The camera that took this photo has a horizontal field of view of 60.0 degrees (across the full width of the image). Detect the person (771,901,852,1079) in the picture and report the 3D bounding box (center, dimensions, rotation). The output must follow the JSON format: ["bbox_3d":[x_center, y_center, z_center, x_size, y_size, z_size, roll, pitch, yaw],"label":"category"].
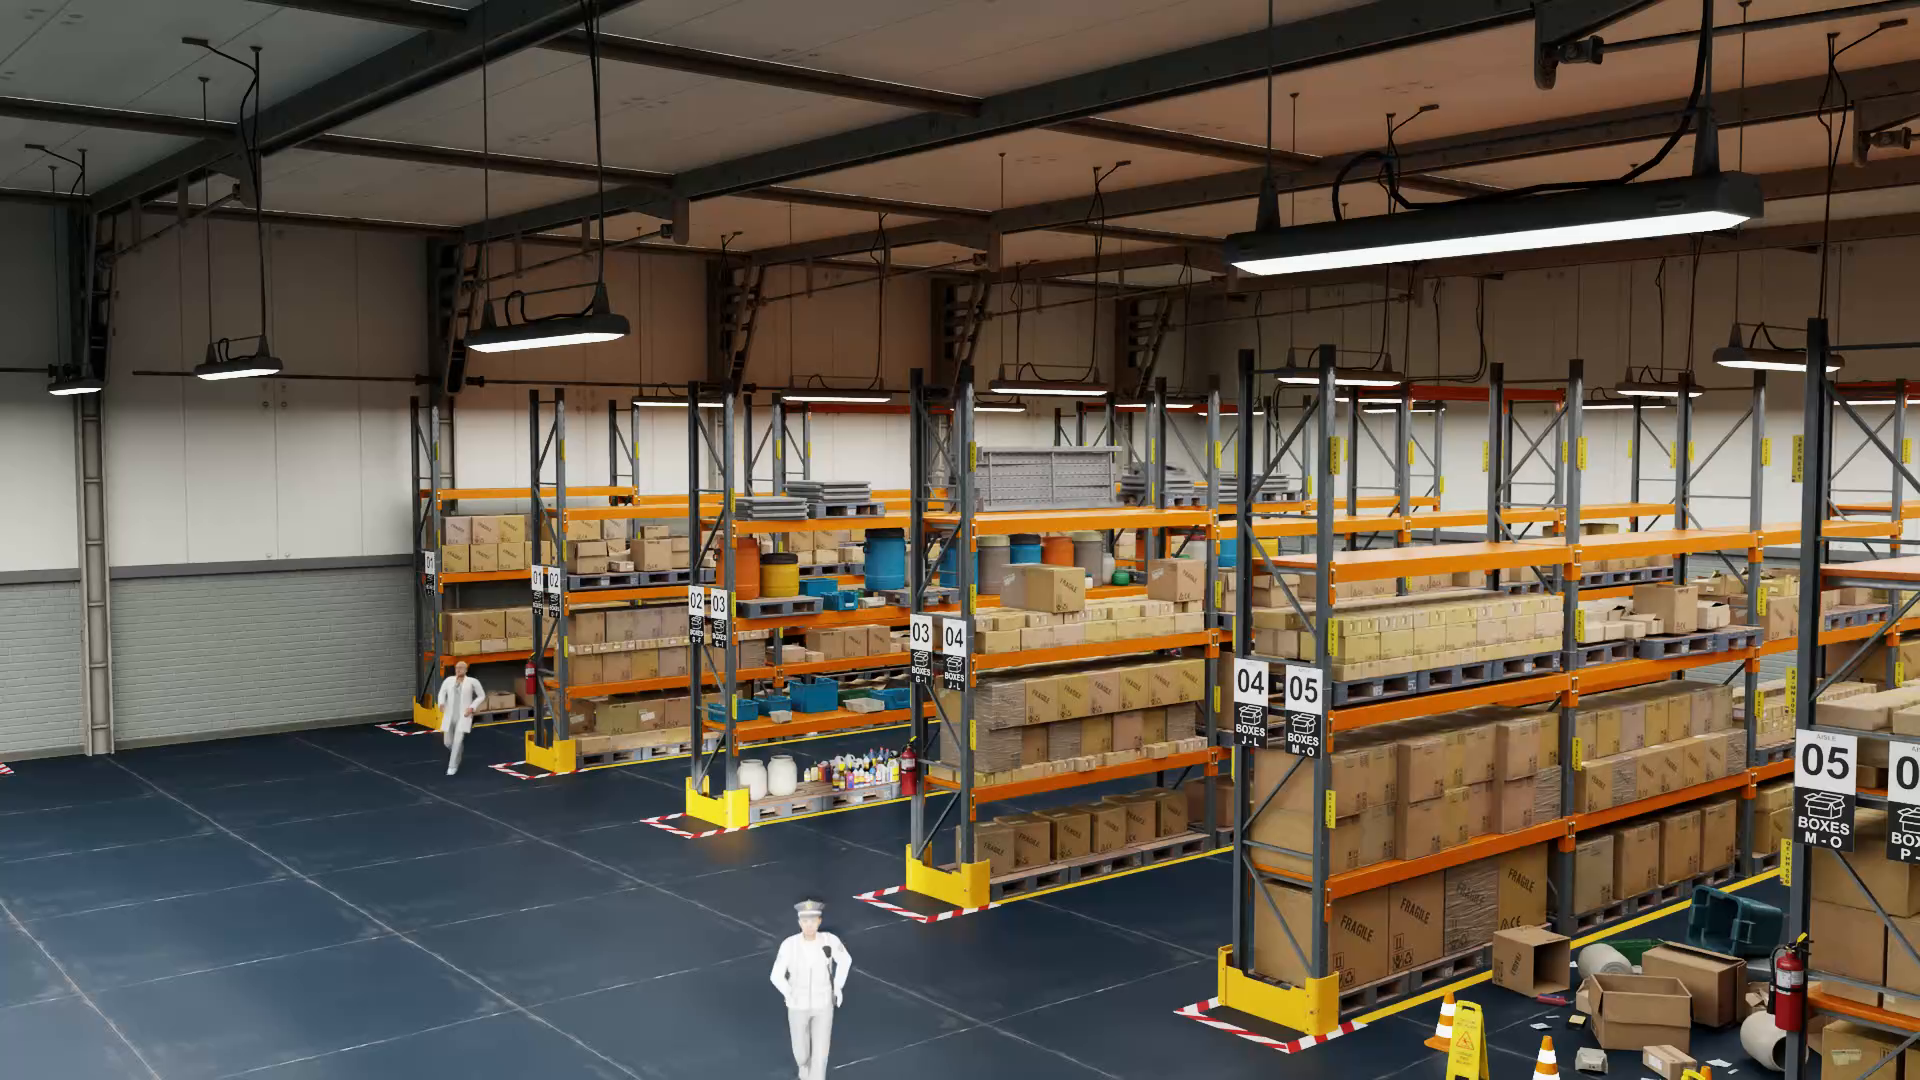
[{"bbox_3d":[-1.134,3.571,12.708,0.617,1.686,0.829,0,3,-5],"label":"person"}]

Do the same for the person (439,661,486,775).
[{"bbox_3d":[-7.819,2.765,26.090,0.725,1.744,0.761,0,3,2],"label":"person"}]
